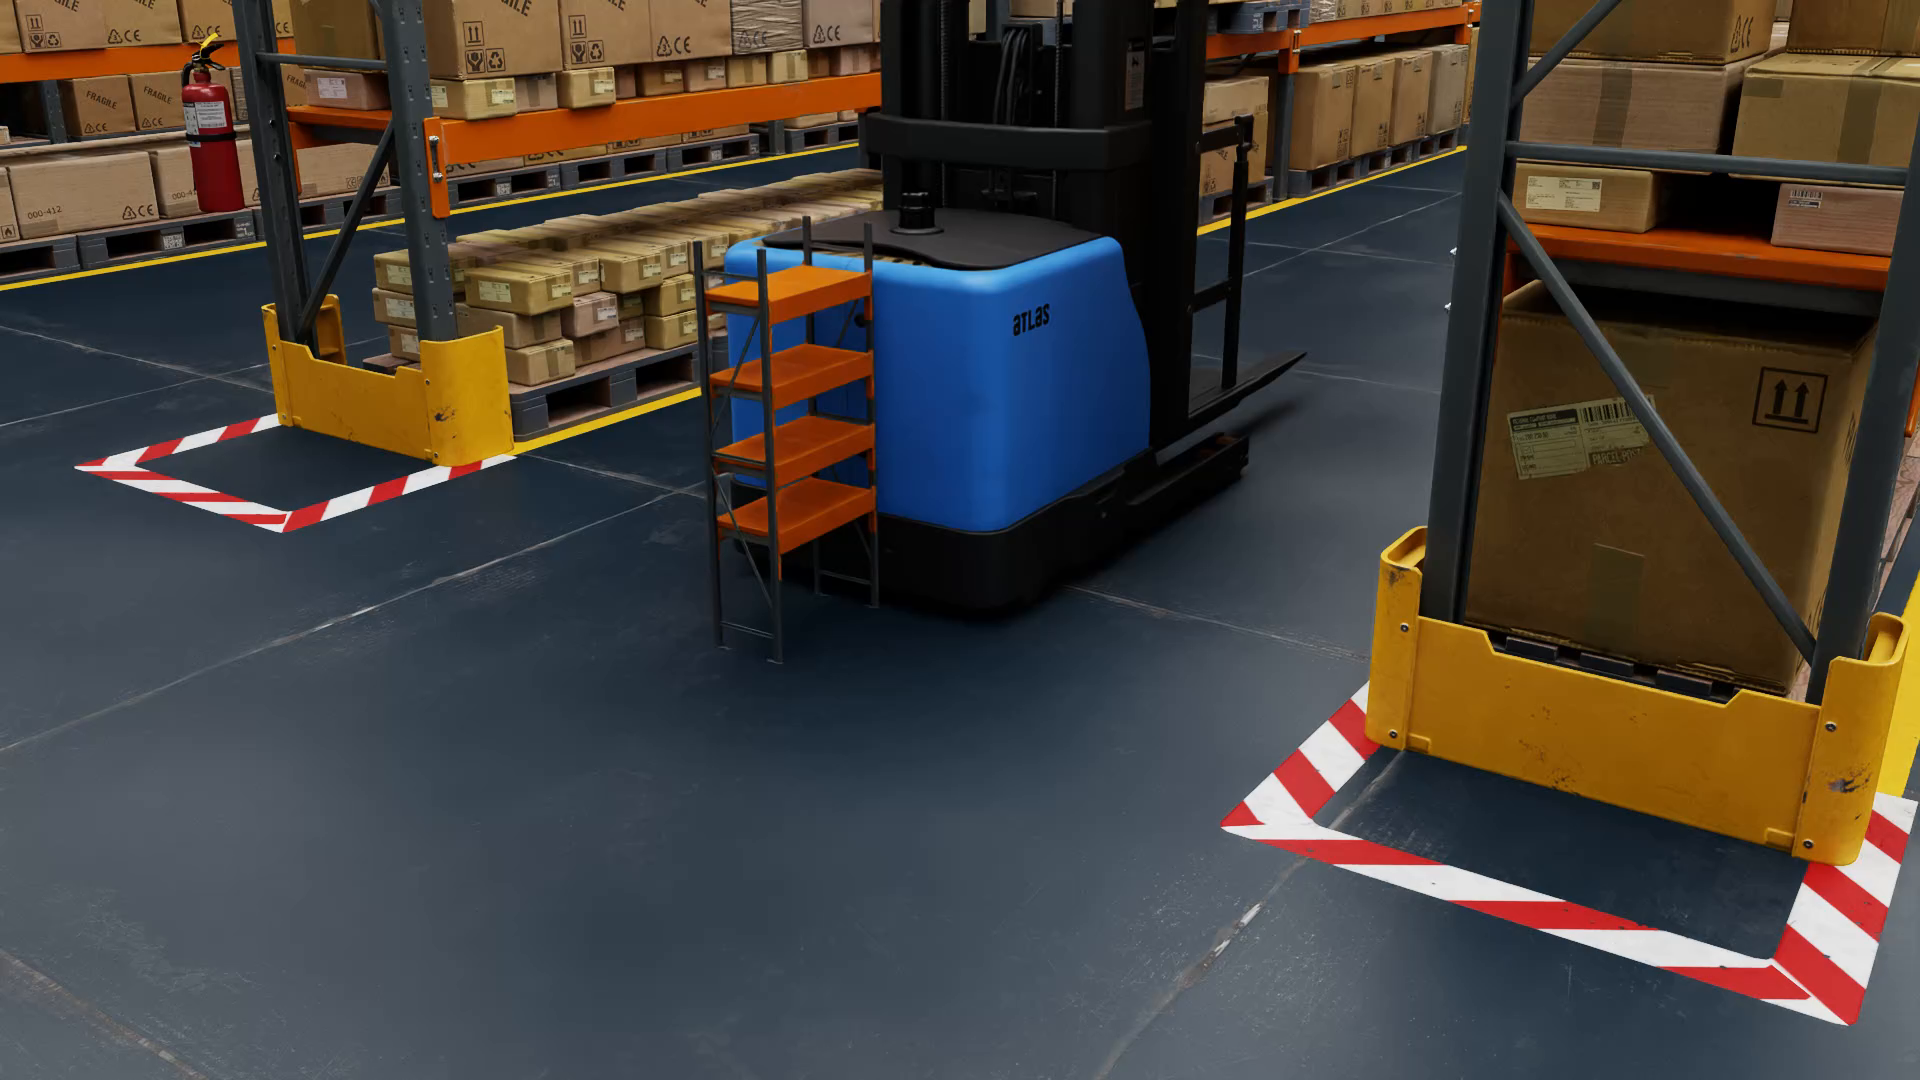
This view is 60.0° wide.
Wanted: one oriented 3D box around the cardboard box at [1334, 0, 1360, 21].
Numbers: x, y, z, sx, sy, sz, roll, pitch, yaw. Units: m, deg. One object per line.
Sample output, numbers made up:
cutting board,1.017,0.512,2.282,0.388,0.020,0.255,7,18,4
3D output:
cardboard box,2.844,-4.390,13.165,0.500,0.500,0.500,13,24,31

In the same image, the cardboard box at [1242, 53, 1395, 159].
cardboard box,2.991,-3.671,14.003,1.050,0.750,0.750,14,24,33

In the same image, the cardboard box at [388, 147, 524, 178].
cardboard box,-4.032,-3.303,12.829,0.875,0.875,0.875,14,25,33

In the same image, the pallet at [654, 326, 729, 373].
pallet,-1.197,-1.114,8.472,1.003,0.211,1.213,13,24,32

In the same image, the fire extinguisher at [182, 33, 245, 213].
fire extinguisher,-2.935,-1.632,6.502,0.296,0.674,0.183,13,24,32

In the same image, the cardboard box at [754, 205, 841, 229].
cardboard box,-0.820,-1.570,8.333,0.380,0.149,0.250,12,24,30

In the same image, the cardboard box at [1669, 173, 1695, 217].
cardboard box,1.706,-0.952,4.378,0.380,0.149,0.250,14,24,32

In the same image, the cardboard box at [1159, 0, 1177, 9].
cardboard box,1.168,-3.451,10.528,0.380,0.149,0.250,13,24,31

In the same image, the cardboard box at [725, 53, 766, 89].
cardboard box,-1.124,-2.194,7.735,0.380,0.149,0.250,14,25,34

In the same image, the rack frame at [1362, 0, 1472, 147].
rack frame,4.334,-5.268,15.684,1.000,3.000,0.127,13,24,32

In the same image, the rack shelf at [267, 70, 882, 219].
rack shelf,-1.288,-2.062,8.052,1.077,0.370,4.000,13,24,32

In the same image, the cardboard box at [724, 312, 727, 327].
cardboard box,-1.128,-1.135,8.013,0.380,0.149,0.250,12,23,29

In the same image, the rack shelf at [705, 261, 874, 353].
rack shelf,-0.486,-0.664,4.698,0.258,0.148,0.480,12,24,30

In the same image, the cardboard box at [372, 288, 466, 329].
cardboard box,-2.351,-1.032,7.306,0.380,0.149,0.250,13,24,30

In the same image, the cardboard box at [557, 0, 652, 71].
cardboard box,-1.651,-2.245,6.938,0.500,0.500,0.500,13,24,32

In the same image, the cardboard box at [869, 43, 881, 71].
cardboard box,-0.586,-2.507,8.580,0.380,0.149,0.250,13,24,30

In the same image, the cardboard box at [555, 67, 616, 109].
cardboard box,-1.654,-1.884,6.897,0.380,0.149,0.250,12,24,30

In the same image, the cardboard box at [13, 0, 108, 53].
cardboard box,-5.493,-3.183,9.903,0.500,0.500,0.500,13,24,32

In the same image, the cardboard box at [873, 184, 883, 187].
cardboard box,-0.259,-1.878,9.165,0.380,0.149,0.250,14,24,32

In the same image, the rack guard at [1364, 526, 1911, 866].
rack guard,1.620,0.350,4.097,1.175,0.500,0.348,13,24,32

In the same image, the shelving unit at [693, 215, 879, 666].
shelving unit,-0.486,-0.295,4.834,0.258,1.200,0.503,12,24,30

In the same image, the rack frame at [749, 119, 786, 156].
rack frame,-2.065,-5.057,15.112,1.000,3.000,0.127,13,24,32

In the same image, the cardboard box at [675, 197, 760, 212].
cardboard box,-1.257,-1.673,8.611,0.380,0.149,0.250,12,24,30

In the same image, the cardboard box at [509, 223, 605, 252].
cardboard box,-1.897,-1.387,7.838,0.380,0.149,0.250,12,24,30

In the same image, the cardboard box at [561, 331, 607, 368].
cardboard box,-1.773,-0.864,7.281,0.380,0.149,0.250,13,24,32

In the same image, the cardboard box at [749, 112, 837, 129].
cardboard box,-1.740,-4.182,15.928,0.950,0.372,0.625,11,23,28

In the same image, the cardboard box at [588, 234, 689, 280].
cardboard box,-1.462,-1.285,7.563,0.380,0.149,0.250,12,23,29

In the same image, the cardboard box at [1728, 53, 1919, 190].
cardboard box,2.127,-0.983,3.887,0.500,0.250,0.500,13,24,30

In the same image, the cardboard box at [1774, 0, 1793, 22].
cardboard box,2.829,-2.020,5.609,0.500,0.500,0.500,12,24,30

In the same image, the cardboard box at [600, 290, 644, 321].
cardboard box,-1.640,-1.080,7.436,0.380,0.149,0.250,14,24,33

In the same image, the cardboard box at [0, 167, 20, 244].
cardboard box,-6.274,-1.966,9.843,0.875,0.438,0.875,12,24,30

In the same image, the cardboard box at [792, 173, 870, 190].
cardboard box,-0.732,-1.986,9.457,0.380,0.149,0.250,15,25,34

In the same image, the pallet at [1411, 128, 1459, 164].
pallet,3.962,-3.724,15.529,1.003,0.211,1.213,13,24,32

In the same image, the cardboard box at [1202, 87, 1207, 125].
cardboard box,1.344,-2.960,11.360,0.500,0.250,0.500,14,24,33

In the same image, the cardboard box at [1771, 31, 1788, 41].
cardboard box,2.258,-1.380,4.961,0.500,0.250,0.500,12,24,30

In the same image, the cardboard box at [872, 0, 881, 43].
cardboard box,-0.494,-2.817,8.483,0.500,0.500,0.500,13,24,30

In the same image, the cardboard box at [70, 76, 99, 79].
cardboard box,-7.999,-4.256,15.010,0.380,0.149,0.250,15,25,34

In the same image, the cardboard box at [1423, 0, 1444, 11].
cardboard box,3.978,-4.968,14.729,0.500,0.500,0.500,13,24,31

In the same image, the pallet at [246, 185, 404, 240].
pallet,-4.806,-2.399,11.945,1.003,0.211,1.213,13,24,32

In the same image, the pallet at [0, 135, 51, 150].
pallet,-8.808,-3.371,14.575,1.003,0.211,1.213,13,24,32

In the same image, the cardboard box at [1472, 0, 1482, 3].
cardboard box,4.531,-5.447,15.950,0.875,0.550,0.550,13,24,32

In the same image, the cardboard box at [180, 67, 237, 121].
cardboard box,-7.388,-4.293,16.044,0.500,0.500,0.500,12,24,30

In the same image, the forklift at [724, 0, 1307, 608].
forklift,0.458,-1.628,5.942,1.130,2.935,3.031,12,24,30

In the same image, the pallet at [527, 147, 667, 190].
pallet,-3.257,-3.189,14.082,1.003,0.211,1.213,13,24,32

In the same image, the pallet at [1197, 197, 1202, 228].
pallet,0.958,-2.240,11.517,1.003,0.211,1.213,13,24,32
